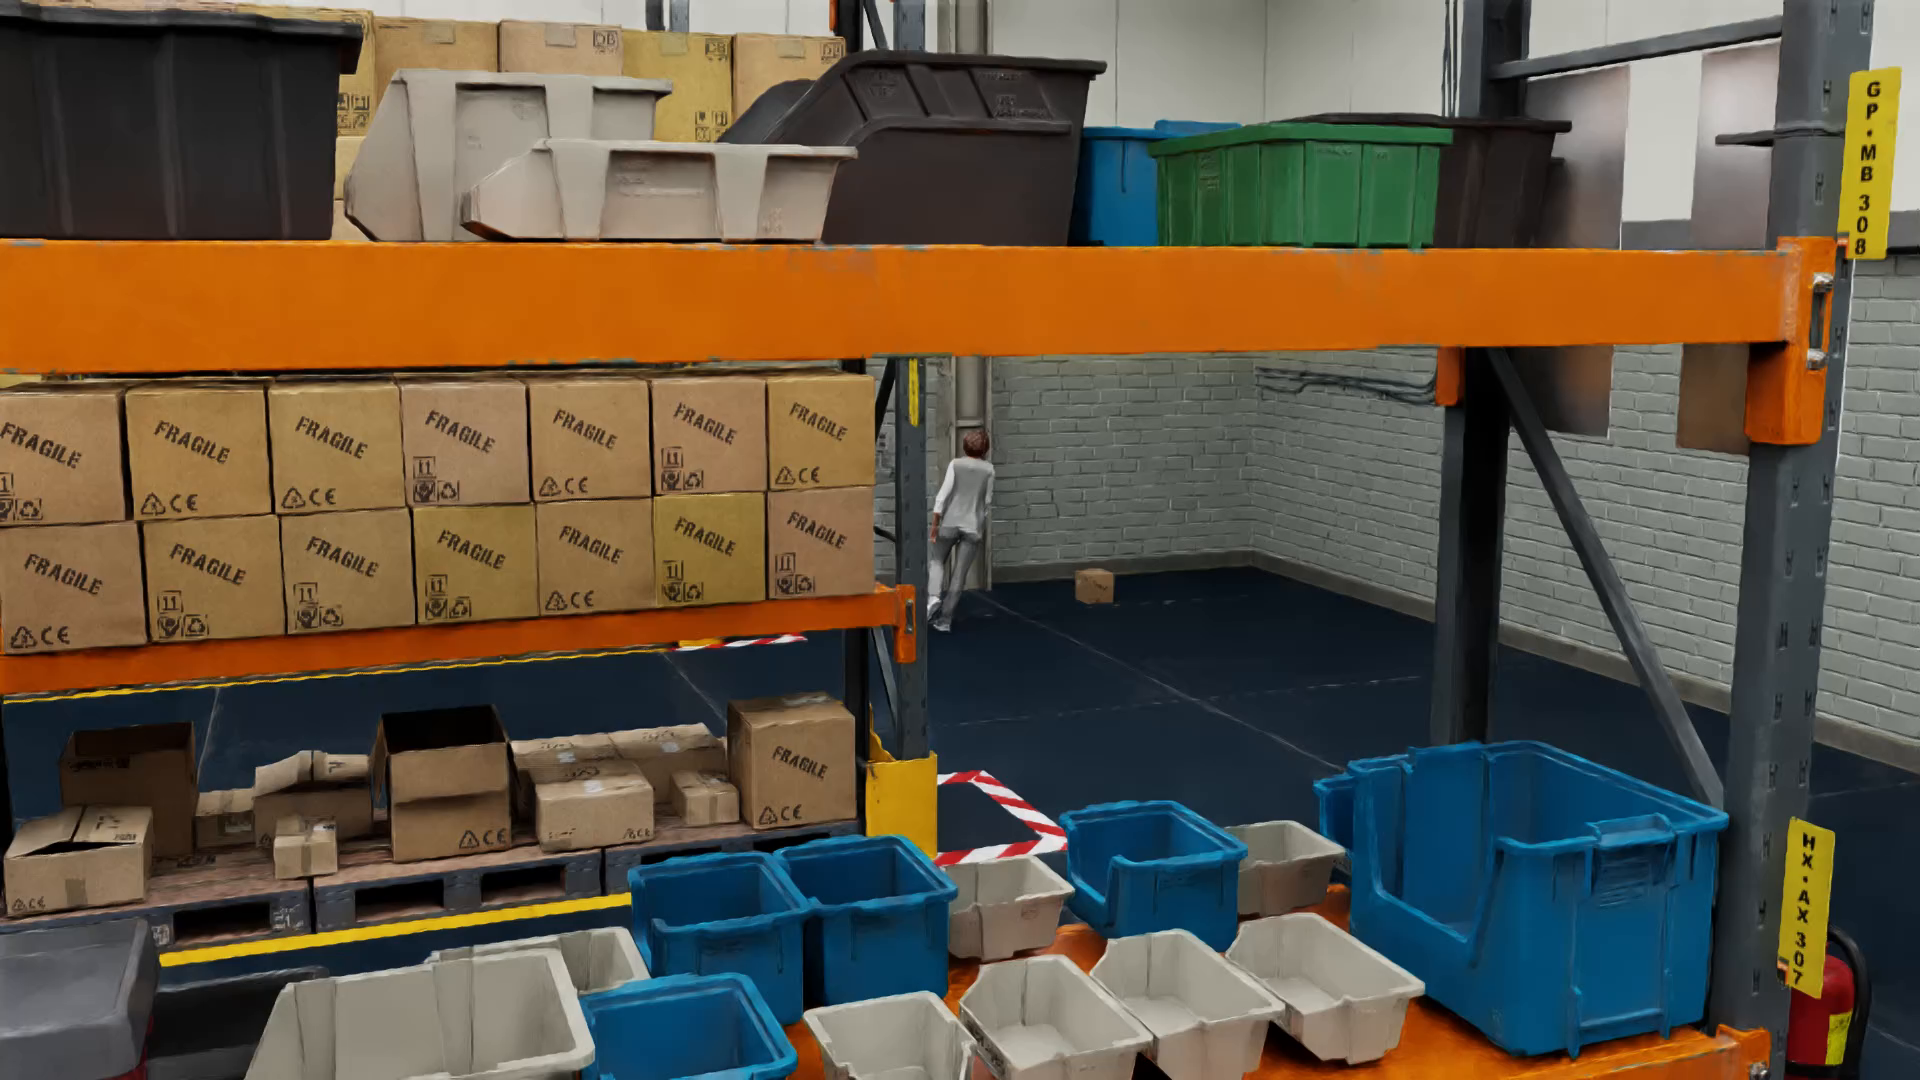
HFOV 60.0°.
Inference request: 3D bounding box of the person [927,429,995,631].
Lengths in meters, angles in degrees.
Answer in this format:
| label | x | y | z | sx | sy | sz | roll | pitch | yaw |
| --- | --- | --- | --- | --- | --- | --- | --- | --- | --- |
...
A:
| label | x | y | z | sx | sy | sz | roll | pitch | yaw |
| --- | --- | --- | --- | --- | --- | --- | --- | --- | --- |
| person | -0.037 | -0.064 | 12.825 | 0.613 | 1.551 | 0.450 | -1 | 9 | -3 |
